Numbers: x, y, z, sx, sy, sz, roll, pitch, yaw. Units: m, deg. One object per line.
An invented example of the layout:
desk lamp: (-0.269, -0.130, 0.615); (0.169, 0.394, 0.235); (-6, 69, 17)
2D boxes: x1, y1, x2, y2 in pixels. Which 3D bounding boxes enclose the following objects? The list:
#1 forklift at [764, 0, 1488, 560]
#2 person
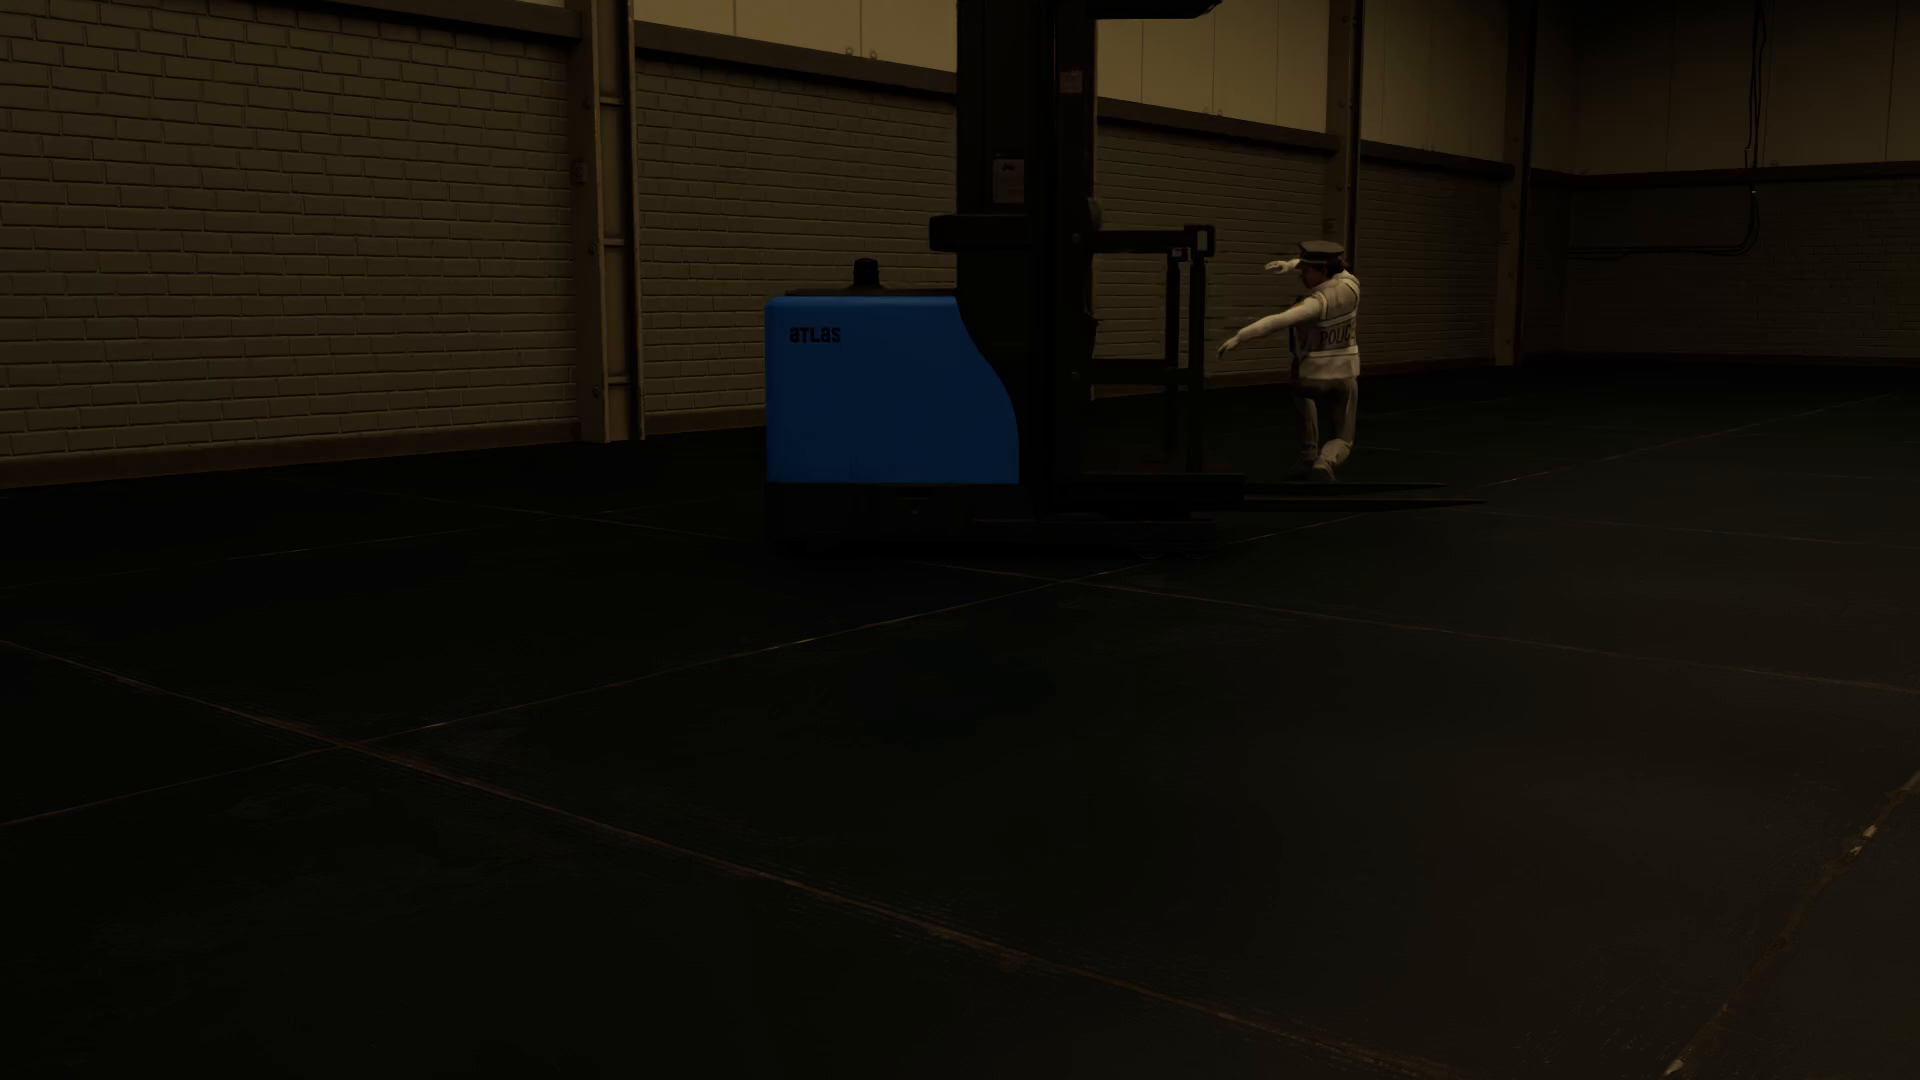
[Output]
forklift: (0.709, -1.446, 7.161); (3.031, 2.935, 1.130); (0, 8, 1)
person: (1.818, -0.988, 9.419); (0.889, 1.378, 0.931); (-1, 8, -3)
